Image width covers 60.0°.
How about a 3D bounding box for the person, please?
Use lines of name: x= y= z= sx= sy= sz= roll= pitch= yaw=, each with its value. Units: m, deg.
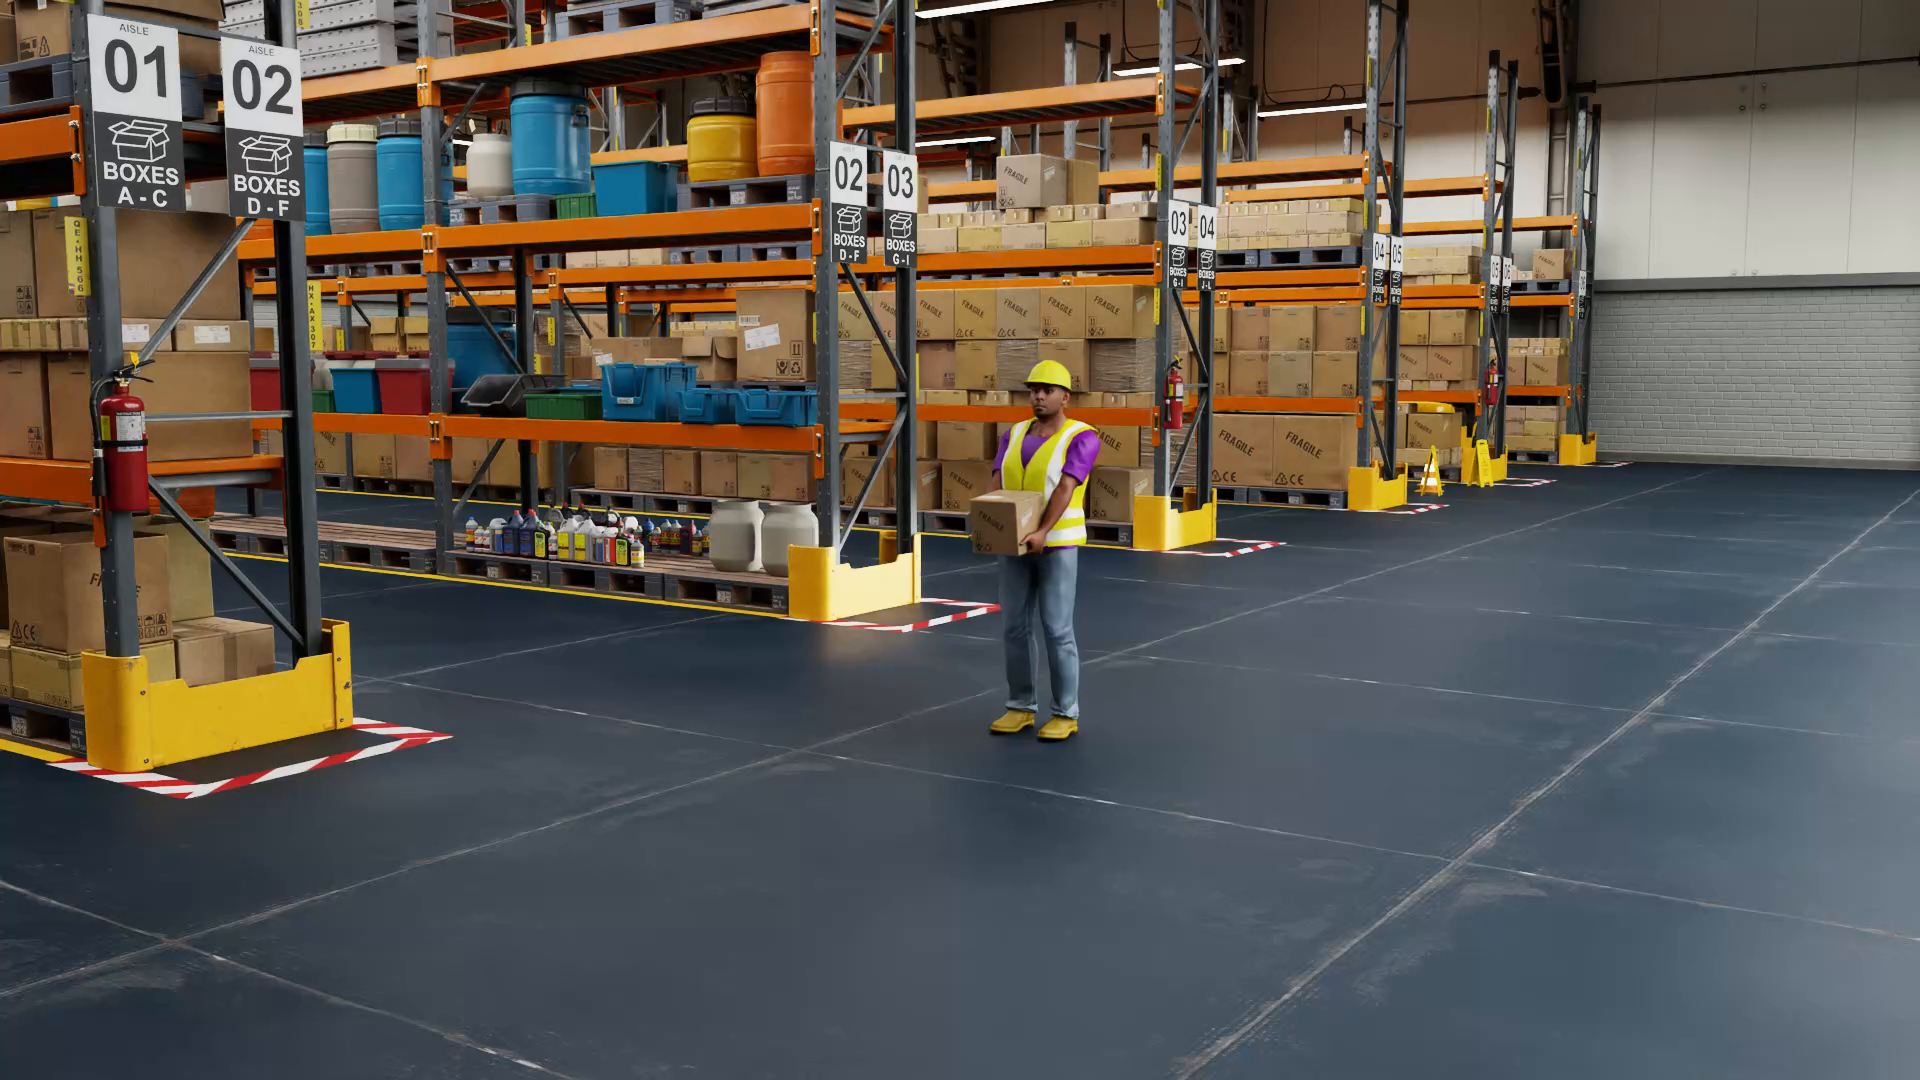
person: x=0.334 y=0.048 z=7.749 sx=0.504 sy=1.762 sz=0.575 roll=4 pitch=8 yaw=34
